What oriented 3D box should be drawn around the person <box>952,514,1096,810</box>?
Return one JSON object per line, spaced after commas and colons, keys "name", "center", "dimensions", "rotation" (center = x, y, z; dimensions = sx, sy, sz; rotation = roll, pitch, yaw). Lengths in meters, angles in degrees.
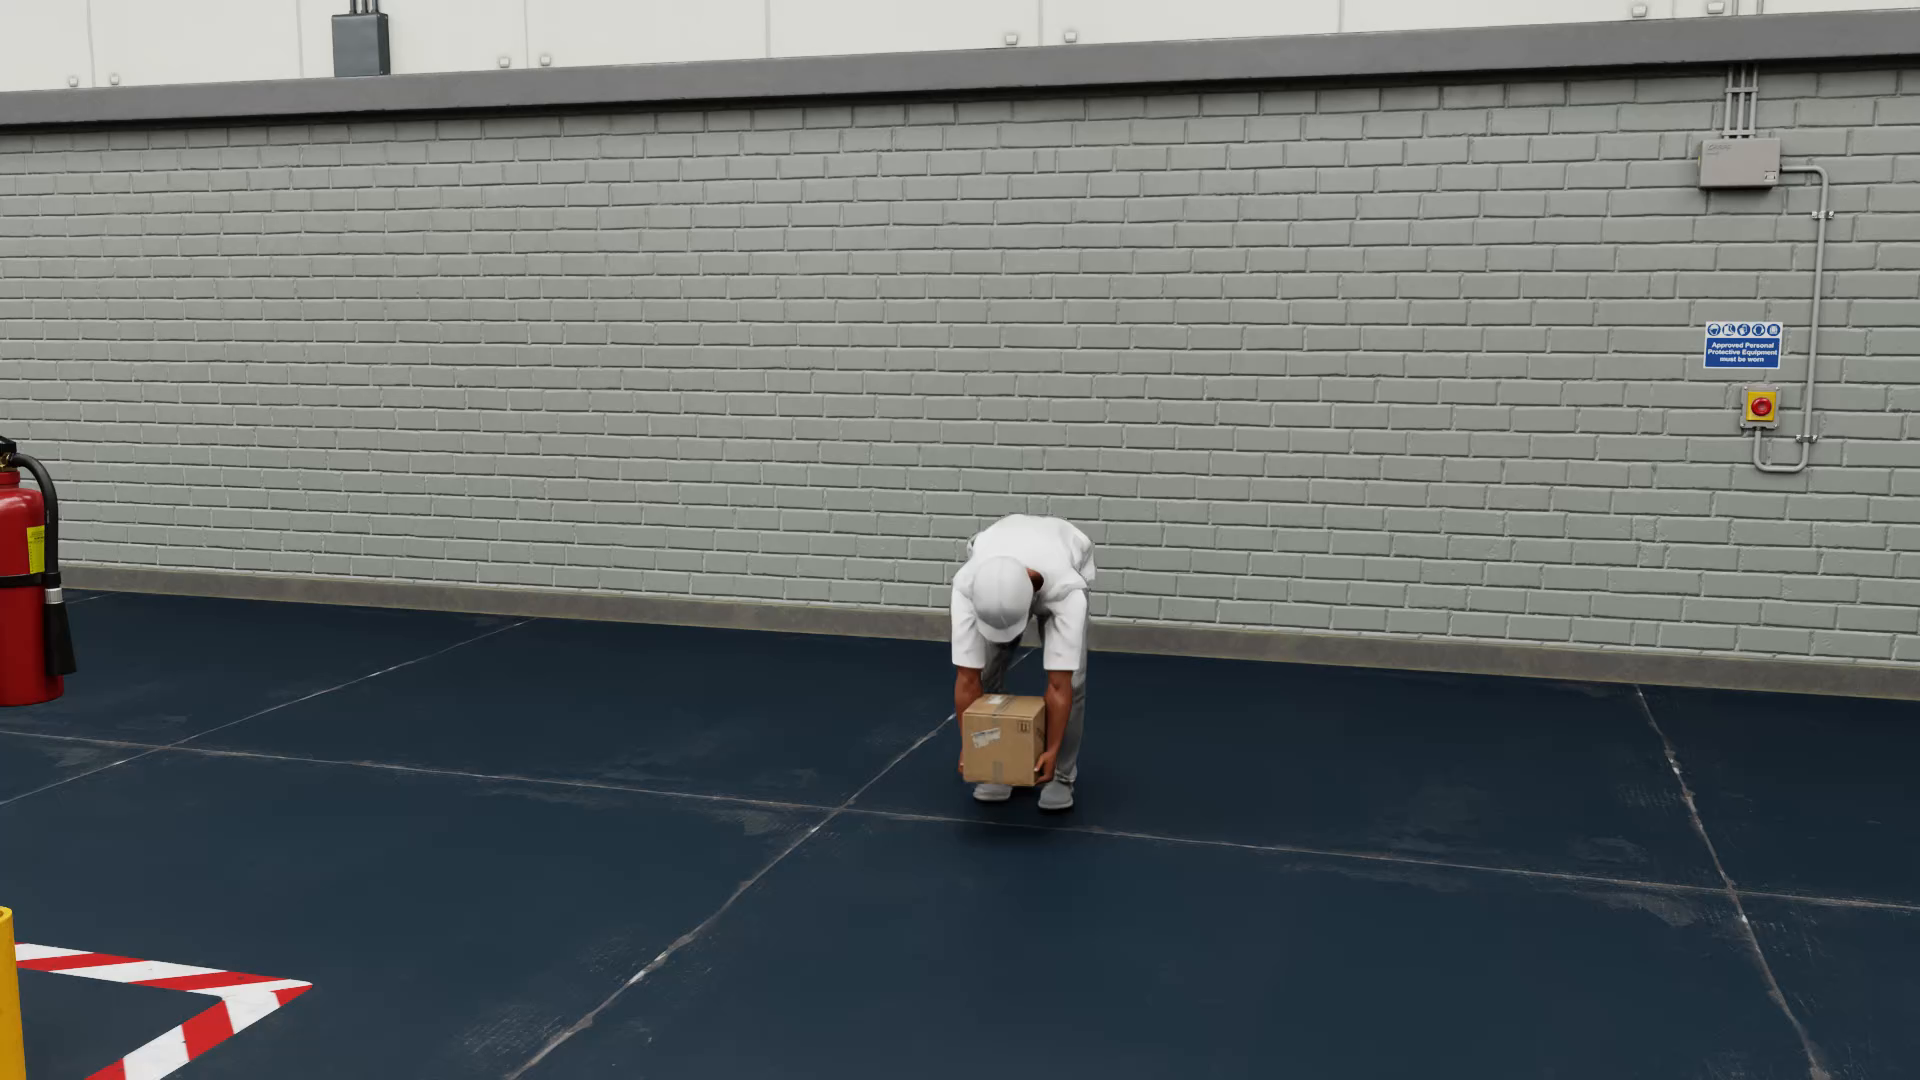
{"name": "person", "center": [0.224, 0.467, 5.956], "dimensions": [0.491, 1.065, 0.982], "rotation": [2, 9, 14]}
